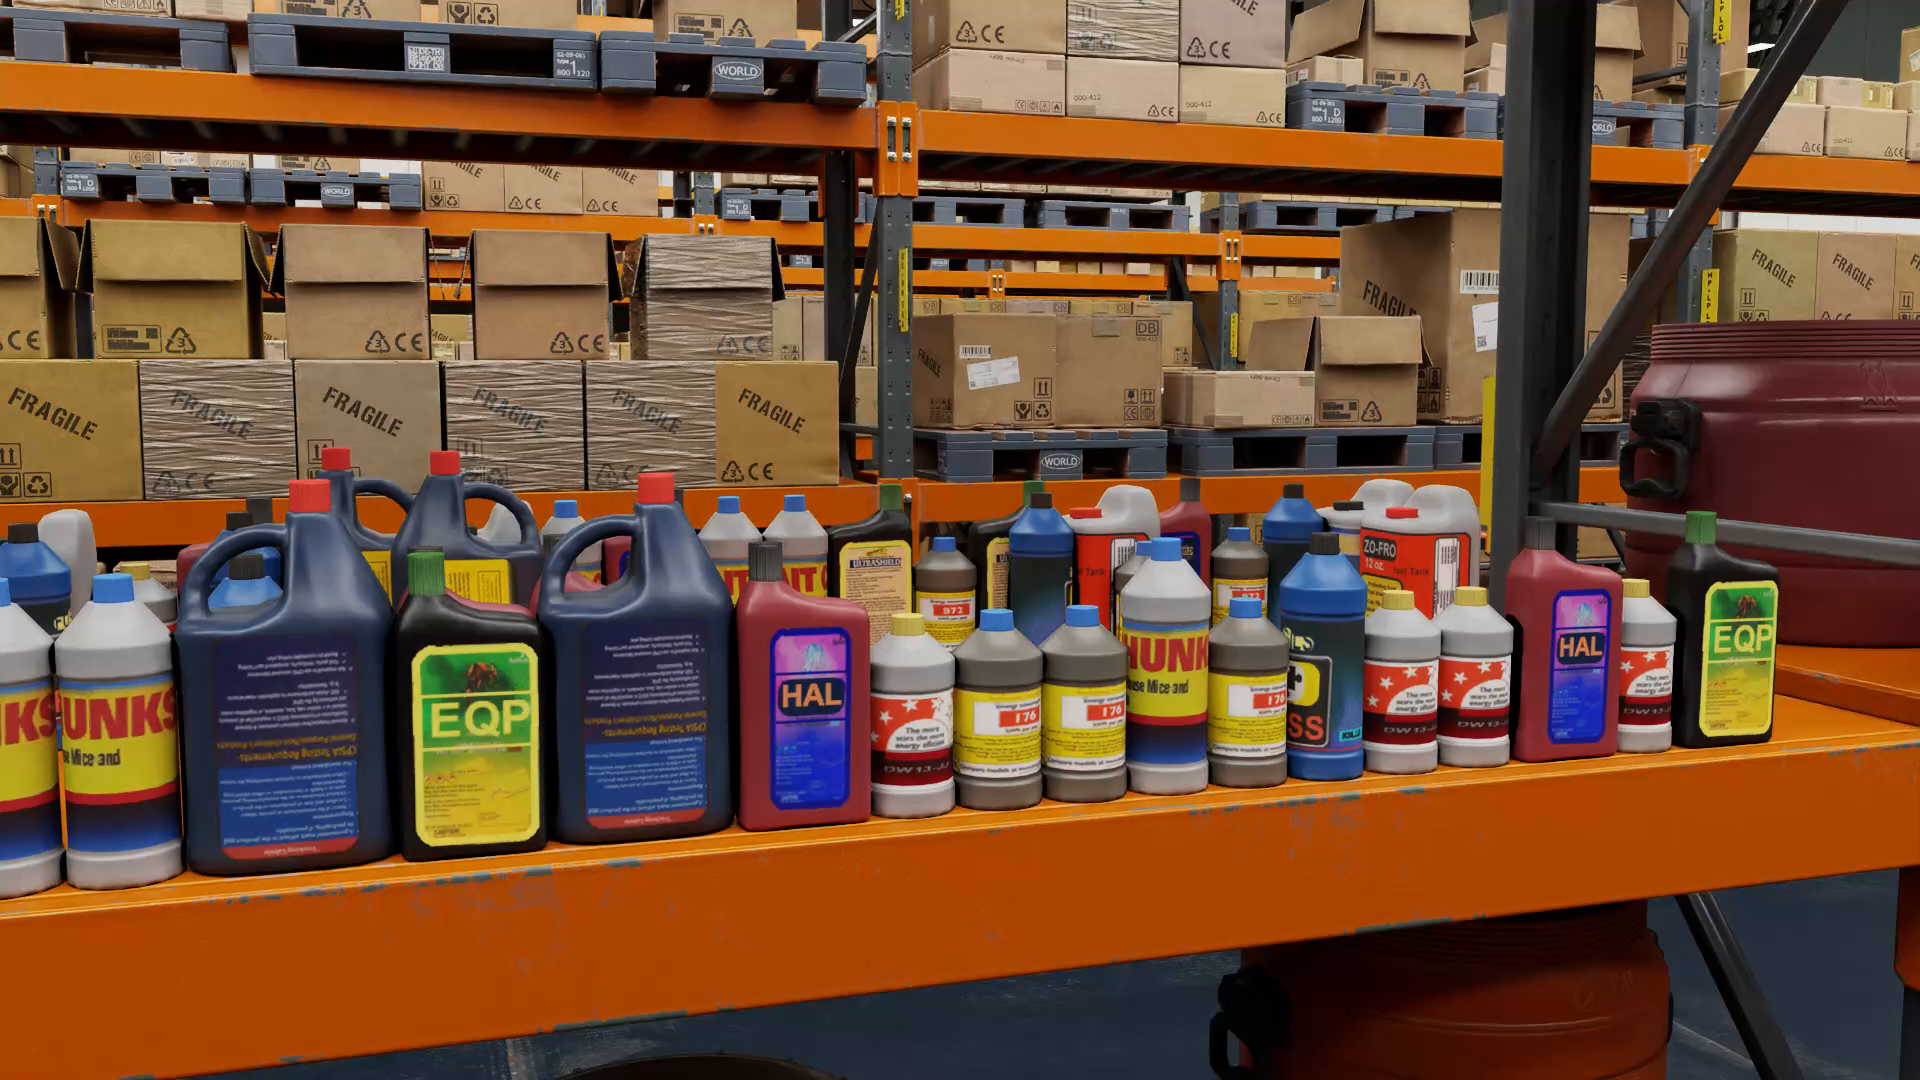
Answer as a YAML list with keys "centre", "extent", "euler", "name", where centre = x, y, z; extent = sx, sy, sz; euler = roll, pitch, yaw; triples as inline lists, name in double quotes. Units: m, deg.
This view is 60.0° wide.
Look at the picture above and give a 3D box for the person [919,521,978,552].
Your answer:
- centre: [-0.082, -0.018, 8.902]
  extent: [0.566, 1.762, 0.494]
  euler: [-2, 6, -18]
  name: "person"
